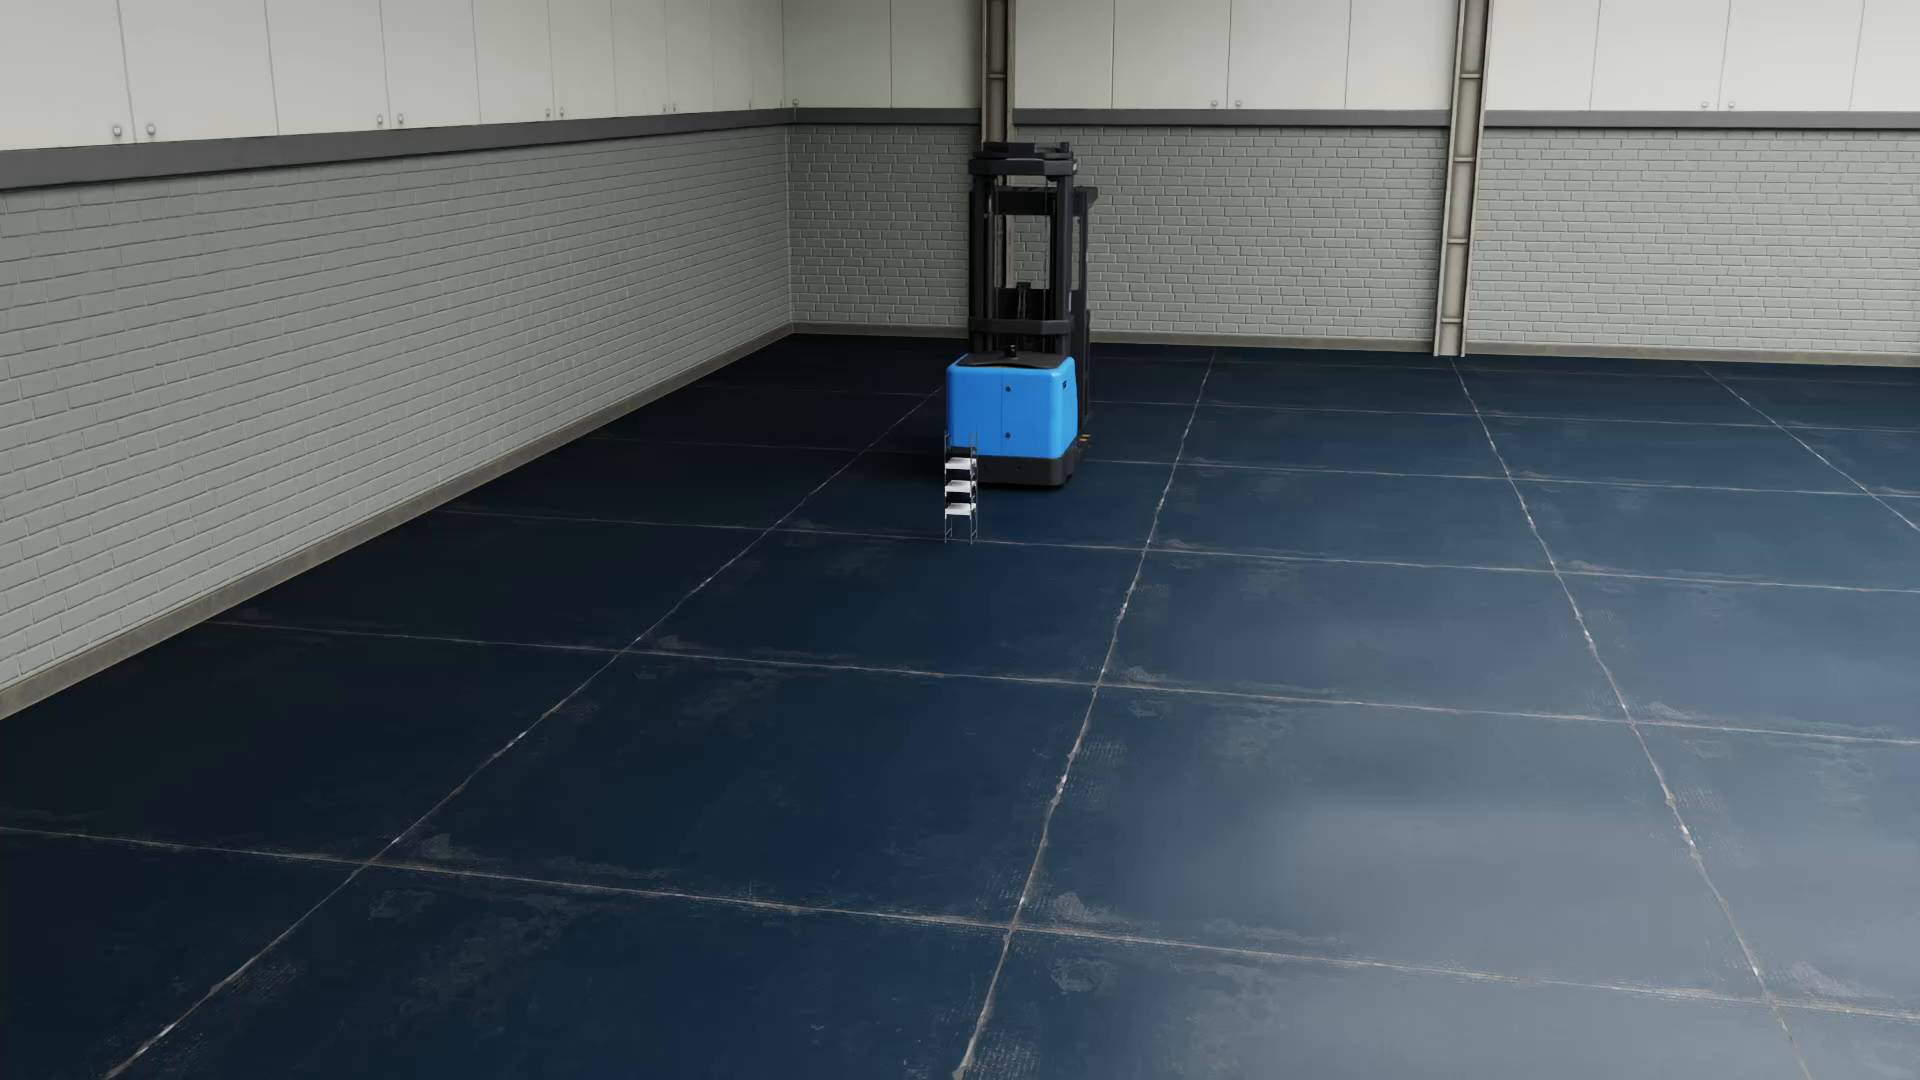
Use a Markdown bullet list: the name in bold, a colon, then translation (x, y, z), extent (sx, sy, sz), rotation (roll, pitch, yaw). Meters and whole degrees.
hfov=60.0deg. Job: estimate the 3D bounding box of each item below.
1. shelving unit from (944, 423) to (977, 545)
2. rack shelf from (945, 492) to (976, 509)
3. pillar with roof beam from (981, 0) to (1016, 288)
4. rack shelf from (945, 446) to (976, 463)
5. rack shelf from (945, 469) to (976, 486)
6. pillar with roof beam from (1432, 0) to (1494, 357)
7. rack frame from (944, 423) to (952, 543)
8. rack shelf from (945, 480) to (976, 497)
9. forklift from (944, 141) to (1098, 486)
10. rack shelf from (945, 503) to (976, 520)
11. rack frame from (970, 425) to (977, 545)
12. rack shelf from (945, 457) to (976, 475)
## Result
- **shelving unit**: translation (0.008, -0.433, 12.870), extent (0.210, 0.900, 0.258), rotation (3, 16, 11)
- **rack shelf**: translation (0.008, -0.314, 12.903), extent (0.200, 0.077, 0.258), rotation (3, 16, 11)
- **pillar with roof beam**: translation (-0.350, -5.958, 17.644), extent (0.400, 9.000, 9.100), rotation (3, 16, 11)
- **rack shelf**: translation (0.008, -0.661, 12.807), extent (0.200, 0.077, 0.258), rotation (3, 16, 11)
- **rack shelf**: translation (0.008, -0.488, 12.855), extent (0.200, 0.077, 0.258), rotation (3, 16, 11)
- **pillar with roof beam**: translation (5.530, -5.639, 16.492), extent (0.400, 9.000, 9.100), rotation (3, 16, 11)
- **rack frame**: translation (-0.092, -0.439, 12.890), extent (0.006, 0.900, 0.240), rotation (3, 16, 11)
- **rack shelf**: translation (0.008, -0.401, 12.879), extent (0.200, 0.077, 0.258), rotation (3, 16, 11)
- **forklift**: translation (0.675, -2.233, 15.563), extent (1.130, 2.935, 3.031), rotation (3, 16, 12)
- **rack shelf**: translation (0.008, -0.228, 12.927), extent (0.200, 0.077, 0.258), rotation (3, 16, 11)
- **rack frame**: translation (0.108, -0.428, 12.851), extent (0.006, 0.900, 0.240), rotation (3, 16, 11)
- **rack shelf**: translation (0.008, -0.575, 12.831), extent (0.200, 0.077, 0.258), rotation (3, 16, 11)
